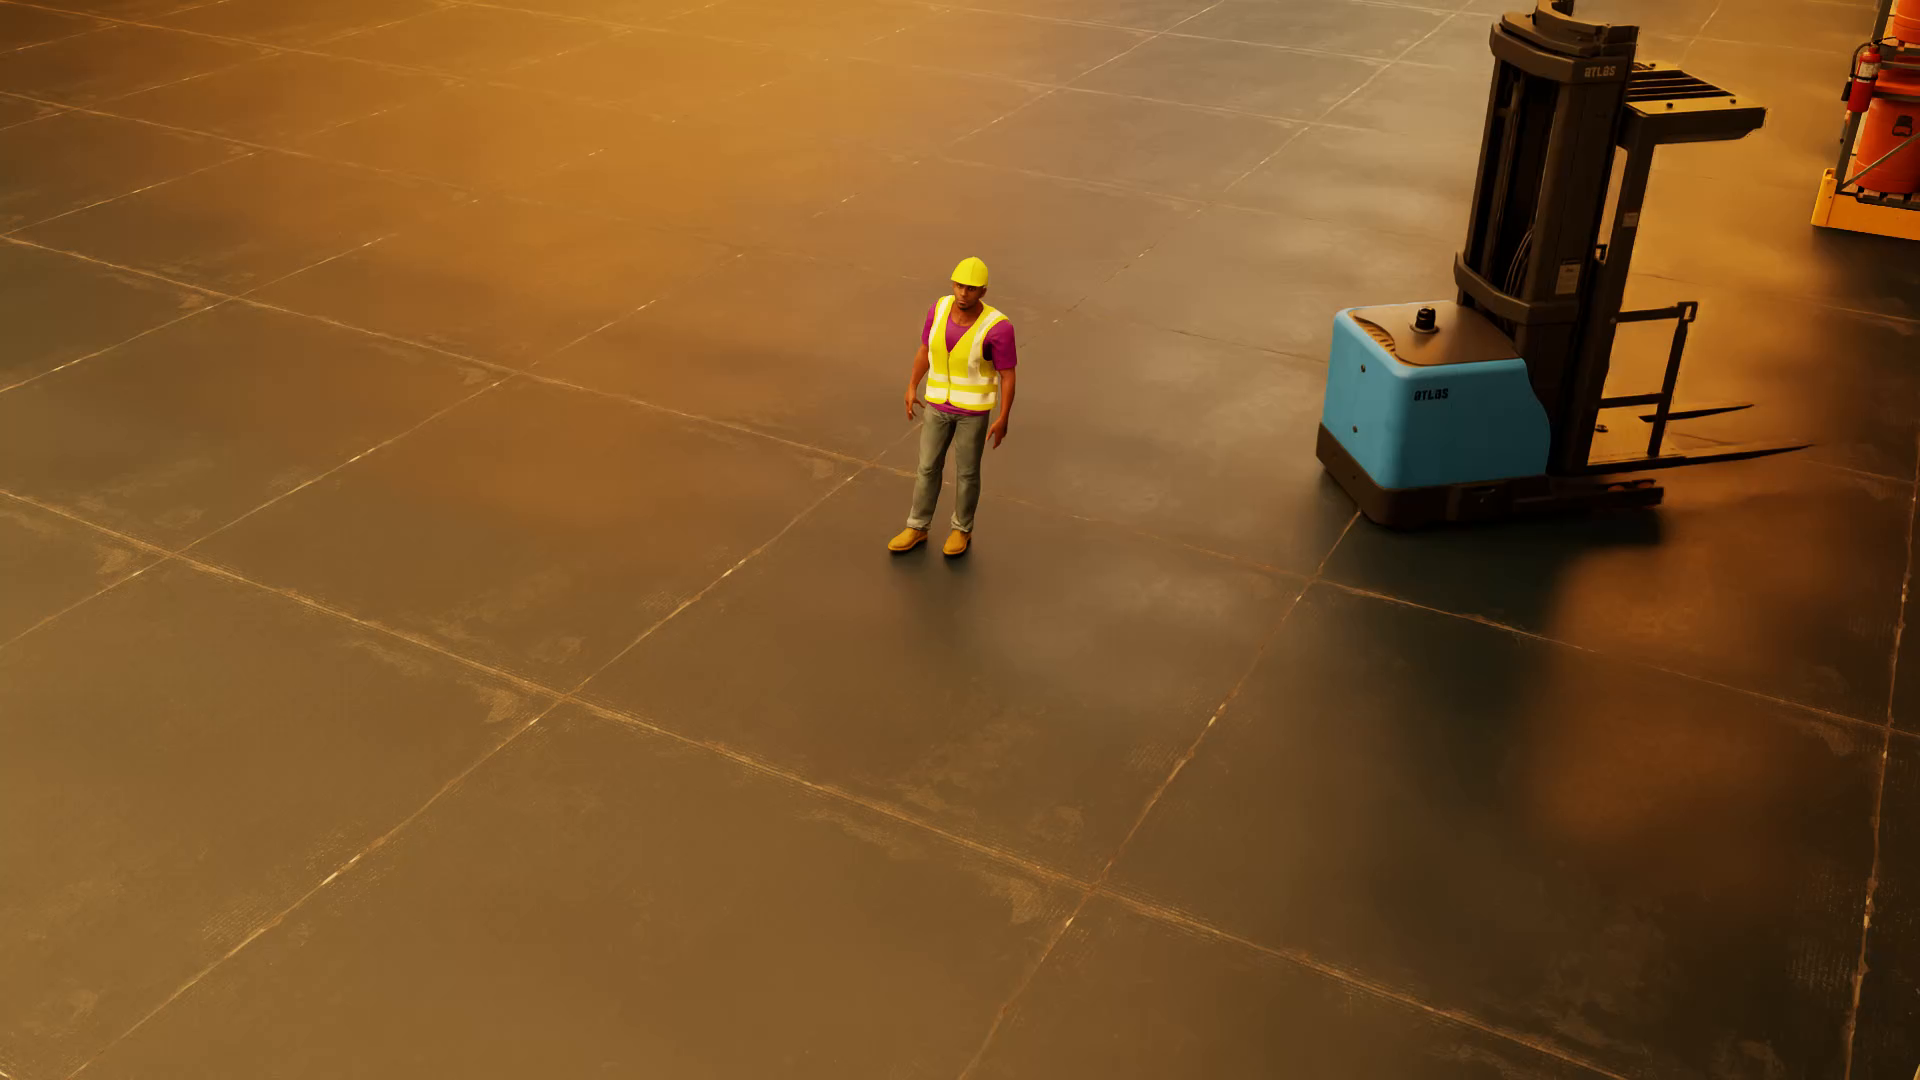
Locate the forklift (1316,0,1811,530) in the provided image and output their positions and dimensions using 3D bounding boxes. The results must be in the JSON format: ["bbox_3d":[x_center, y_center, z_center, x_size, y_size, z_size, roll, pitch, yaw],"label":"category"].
[{"bbox_3d":[3.884,-1.694,10.005,3.031,2.935,1.130,-6,31,-10],"label":"forklift"}]

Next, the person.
[{"bbox_3d":[-0.039,-0.742,9.508,0.666,1.765,0.577,15,33,25],"label":"person"}]
